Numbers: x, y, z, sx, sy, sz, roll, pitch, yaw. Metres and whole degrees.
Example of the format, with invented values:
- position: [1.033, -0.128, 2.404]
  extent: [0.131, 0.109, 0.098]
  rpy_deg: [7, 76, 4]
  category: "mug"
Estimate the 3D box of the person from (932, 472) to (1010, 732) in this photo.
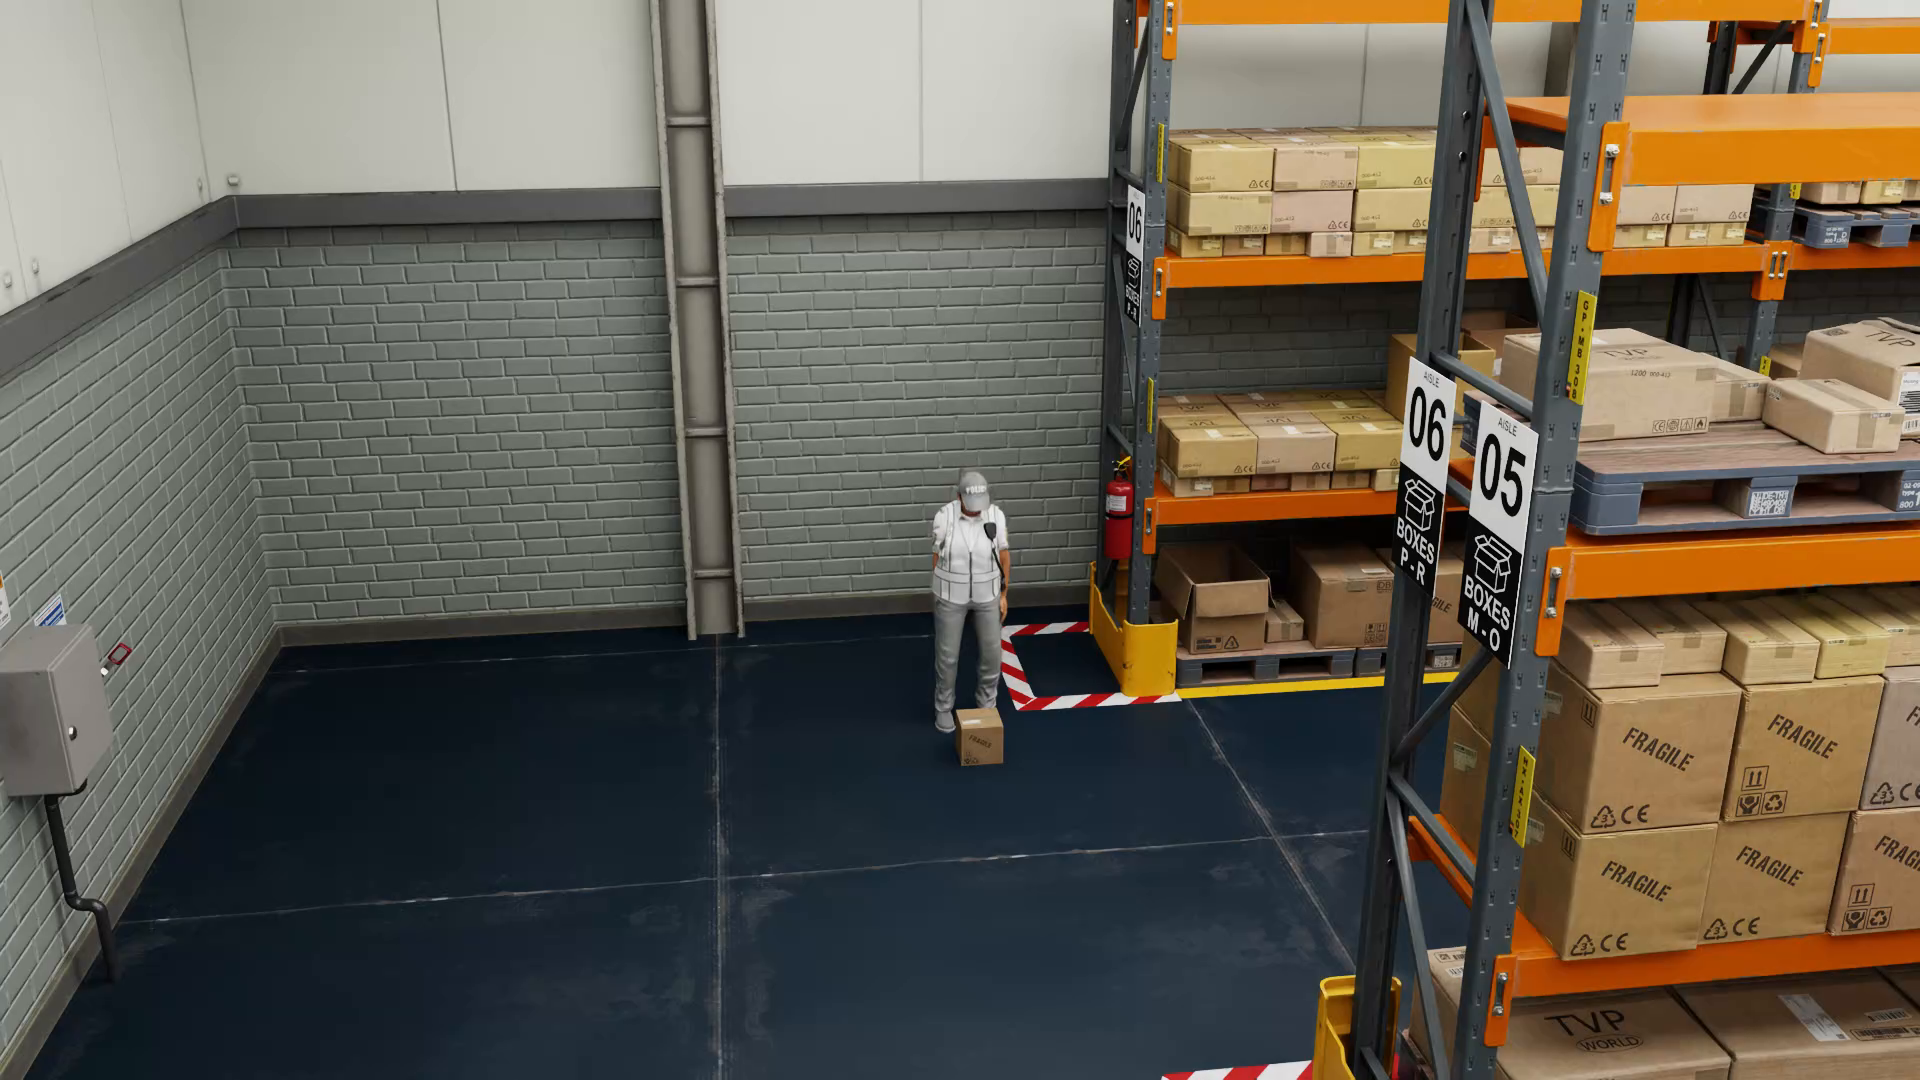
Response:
- position: [0.070, 0.362, 10.122]
  extent: [0.478, 1.649, 0.409]
  rpy_deg: [-2, 20, -7]
  category: "person"
